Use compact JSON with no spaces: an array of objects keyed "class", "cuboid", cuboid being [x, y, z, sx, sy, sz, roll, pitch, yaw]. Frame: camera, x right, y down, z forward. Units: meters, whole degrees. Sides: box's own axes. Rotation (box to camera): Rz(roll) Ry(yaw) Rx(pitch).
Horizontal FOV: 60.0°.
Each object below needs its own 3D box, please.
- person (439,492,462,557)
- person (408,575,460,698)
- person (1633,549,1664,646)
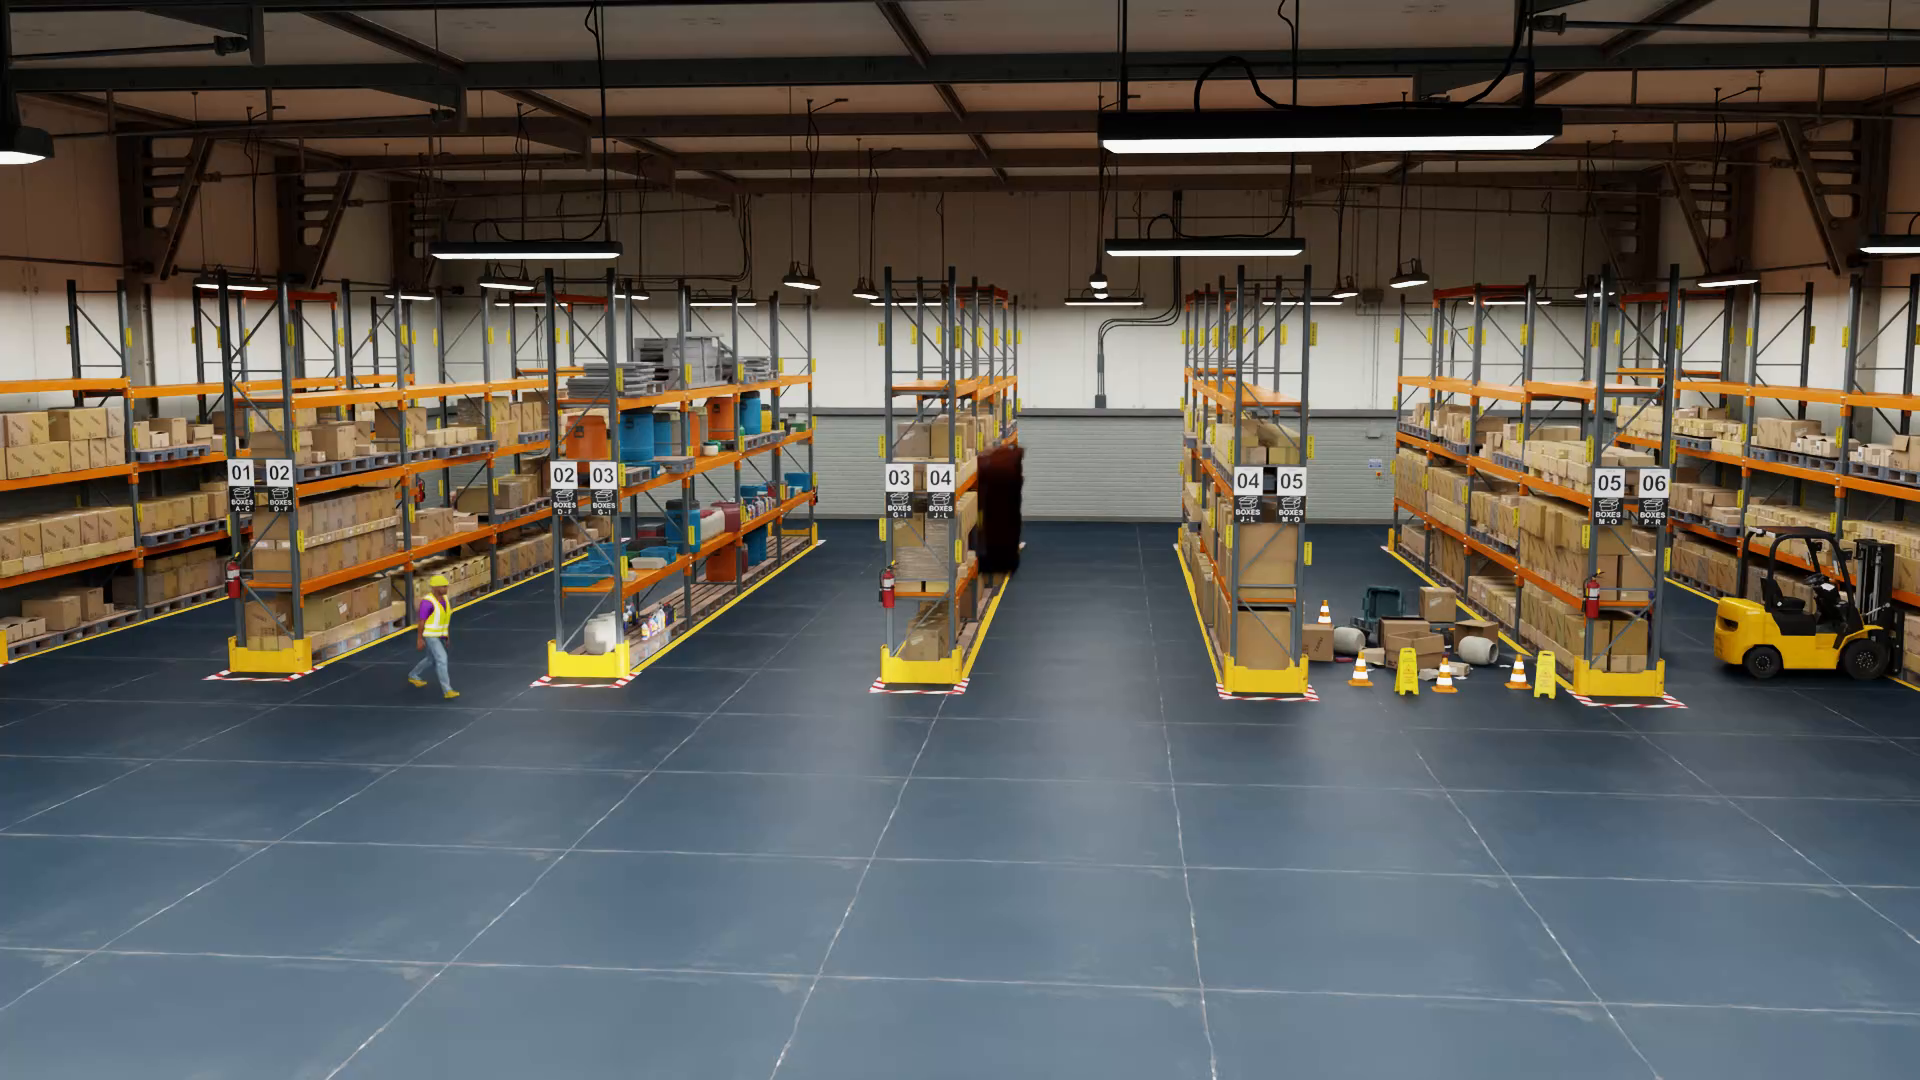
[{"class":"person","cuboid":[-11.054,-0.242,36.425,0.681,1.680,0.663,2,7,14]},{"class":"person","cuboid":[-7.388,1.334,23.306,1.098,1.713,0.589,3,8,25]},{"class":"person","cuboid":[11.218,0.962,27.028,0.531,1.558,0.717,-1,7,-5]}]
